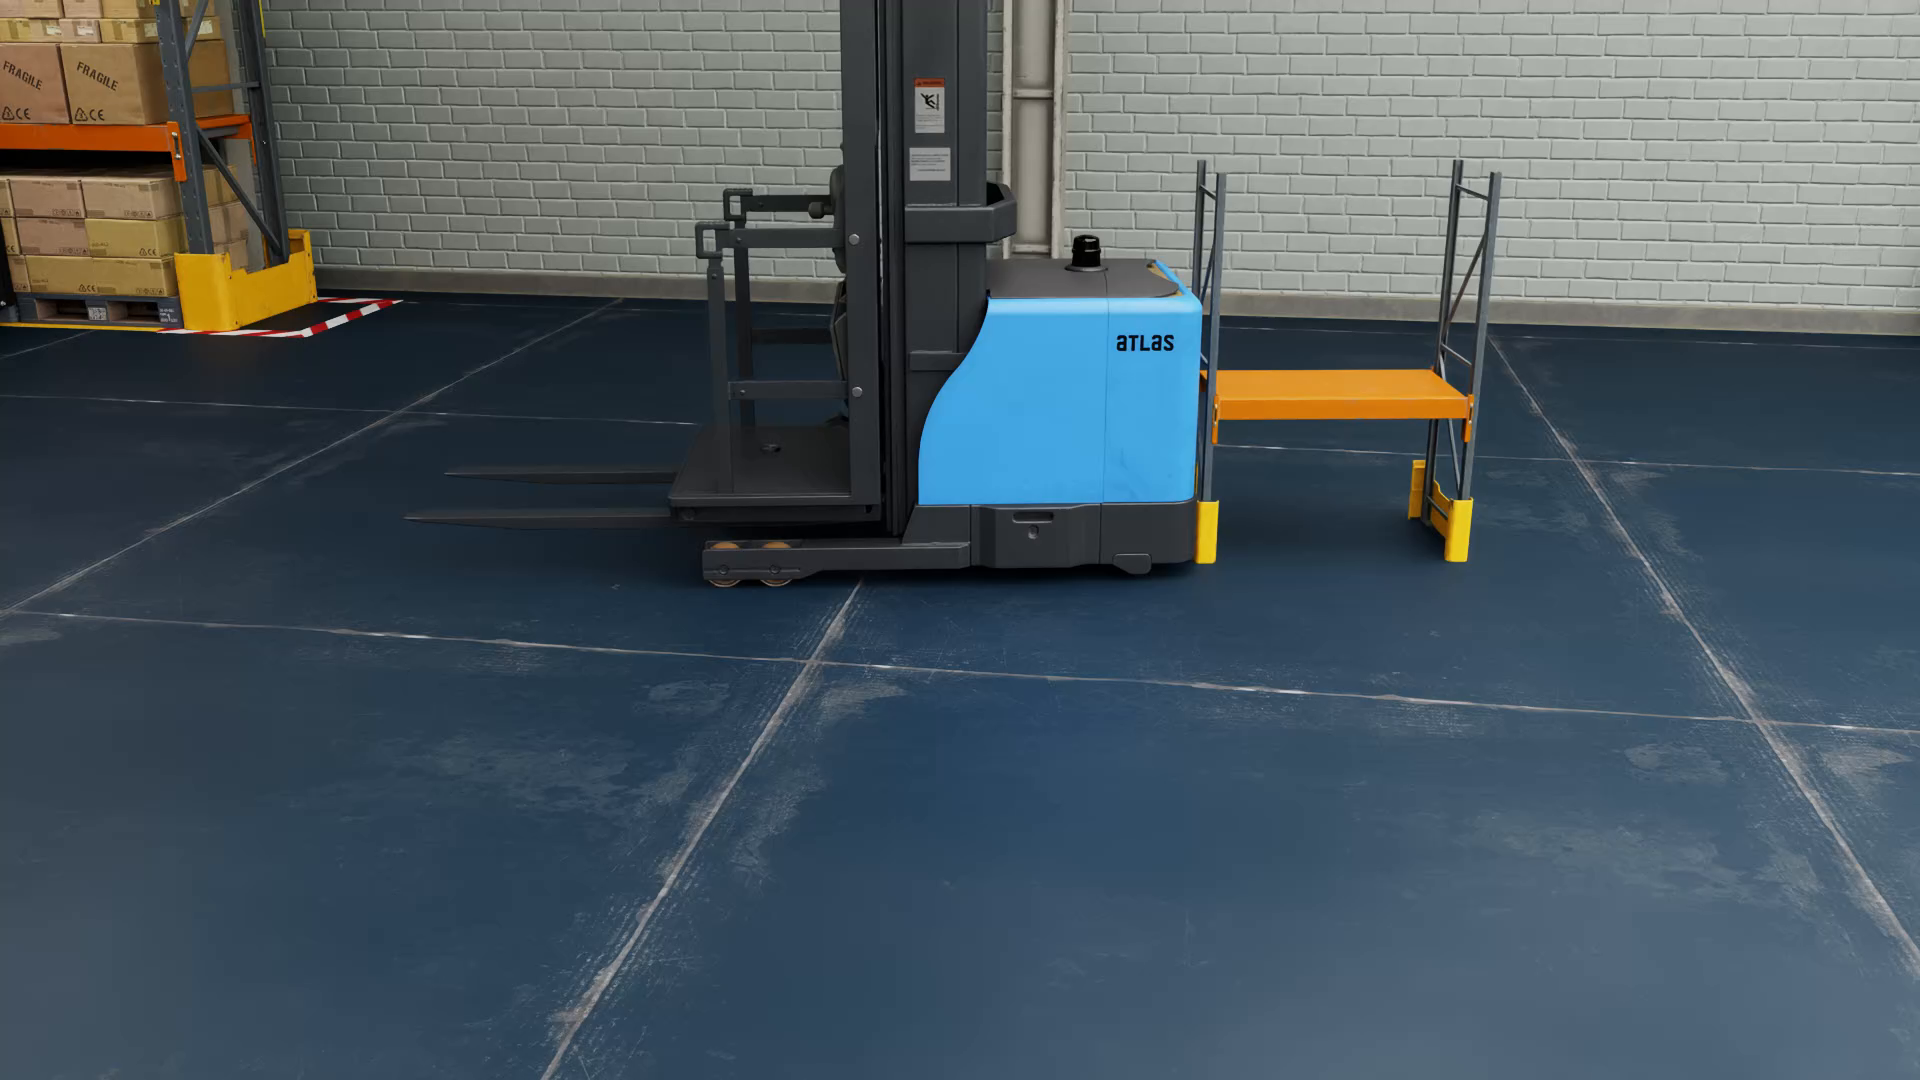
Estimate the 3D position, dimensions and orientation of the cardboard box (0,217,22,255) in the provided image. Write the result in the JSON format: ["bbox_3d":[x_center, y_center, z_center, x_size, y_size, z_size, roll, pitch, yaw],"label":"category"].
[{"bbox_3d":[-6.419,-2.083,11.186,0.500,0.250,0.500,2,19,7],"label":"cardboard box"}]

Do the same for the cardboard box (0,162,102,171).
[{"bbox_3d":[-6.313,-2.482,11.589,0.500,0.250,0.500,3,19,8],"label":"cardboard box"}]

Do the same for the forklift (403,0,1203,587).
[{"bbox_3d":[-0.626,-1.383,6.317,3.031,2.935,1.130,-1,19,-2],"label":"forklift"}]

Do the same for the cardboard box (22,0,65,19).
[{"bbox_3d":[-5.780,-3.432,10.684,0.250,0.149,0.380,3,19,10],"label":"cardboard box"}]

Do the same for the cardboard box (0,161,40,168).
[{"bbox_3d":[-6.817,-2.510,11.673,0.500,0.250,0.500,3,19,8],"label":"cardboard box"}]

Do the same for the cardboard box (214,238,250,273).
[{"bbox_3d":[-5.336,-1.958,11.598,0.500,0.250,0.500,3,19,9],"label":"cardboard box"}]

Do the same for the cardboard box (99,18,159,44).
[{"bbox_3d":[-5.269,-3.261,10.642,0.250,0.149,0.380,3,19,9],"label":"cardboard box"}]

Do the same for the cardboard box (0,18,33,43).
[{"bbox_3d":[-6.015,-3.313,10.797,0.250,0.149,0.380,3,19,8],"label":"cardboard box"}]

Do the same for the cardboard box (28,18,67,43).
[{"bbox_3d":[-5.772,-3.297,10.749,0.250,0.149,0.380,3,19,10],"label":"cardboard box"}]

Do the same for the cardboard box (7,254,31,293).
[{"bbox_3d":[-6.378,-1.852,11.283,0.500,0.250,0.500,3,19,9],"label":"cardboard box"}]

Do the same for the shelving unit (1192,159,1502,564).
[{"bbox_3d":[1.457,-0.715,6.577,1.083,1.500,0.587,0,19,-1],"label":"shelving unit"}]

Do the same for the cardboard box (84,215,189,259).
[{"bbox_3d":[-5.412,-2.035,11.042,0.500,0.250,0.500,3,19,8],"label":"cardboard box"}]

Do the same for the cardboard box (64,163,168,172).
[{"bbox_3d":[-5.820,-2.453,11.504,0.500,0.250,0.500,3,19,9],"label":"cardboard box"}]

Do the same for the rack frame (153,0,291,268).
[{"bbox_3d":[-4.882,-2.976,10.971,0.127,3.000,1.000,3,19,9],"label":"rack frame"}]

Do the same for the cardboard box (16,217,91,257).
[{"bbox_3d":[-5.906,-2.064,11.128,0.500,0.250,0.500,3,19,8],"label":"cardboard box"}]

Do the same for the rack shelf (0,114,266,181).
[{"bbox_3d":[-6.857,-2.736,11.386,4.000,0.370,1.077,3,19,9],"label":"rack shelf"}]

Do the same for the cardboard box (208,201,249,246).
[{"bbox_3d":[-5.313,-2.197,11.527,0.500,0.250,0.500,3,19,10],"label":"cardboard box"}]

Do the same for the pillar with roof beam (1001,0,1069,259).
[{"bbox_3d":[-0.185,-4.488,6.035,0.400,9.000,9.100,3,19,9],"label":"pillar with roof beam"}]

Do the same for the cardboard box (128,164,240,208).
[{"bbox_3d":[-5.327,-2.429,11.432,0.500,0.250,0.500,3,19,8],"label":"cardboard box"}]

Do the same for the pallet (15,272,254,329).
[{"bbox_3d":[-5.644,-1.679,11.490,1.213,0.211,1.003,3,19,9],"label":"pallet"}]

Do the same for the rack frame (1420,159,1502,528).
[{"bbox_3d":[1.974,-0.719,6.588,0.032,1.500,0.500,0,19,-1],"label":"rack frame"}]

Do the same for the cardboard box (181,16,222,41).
[{"bbox_3d":[-5.176,-3.430,11.147,0.250,0.149,0.380,2,19,7],"label":"cardboard box"}]

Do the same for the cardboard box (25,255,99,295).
[{"bbox_3d":[-5.886,-1.824,11.200,0.500,0.250,0.500,3,19,9],"label":"cardboard box"}]

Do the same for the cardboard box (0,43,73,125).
[{"bbox_3d":[-5.920,-2.995,10.870,0.500,0.500,0.500,4,19,10],"label":"cardboard box"}]

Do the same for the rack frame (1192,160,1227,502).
[{"bbox_3d":[0.958,-0.712,6.567,0.032,1.500,0.500,0,19,-1],"label":"rack frame"}]

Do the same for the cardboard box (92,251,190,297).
[{"bbox_3d":[-5.396,-1.796,11.116,0.500,0.250,0.500,3,19,9],"label":"cardboard box"}]

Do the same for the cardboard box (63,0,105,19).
[{"bbox_3d":[-5.518,-3.427,10.670,0.250,0.149,0.380,3,19,9],"label":"cardboard box"}]

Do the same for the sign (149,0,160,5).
[{"bbox_3d":[-4.982,-3.469,10.244,0.005,0.325,0.100,3,19,9],"label":"sign"}]

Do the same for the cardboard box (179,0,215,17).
[{"bbox_3d":[-5.180,-3.556,11.056,0.250,0.149,0.380,3,19,8],"label":"cardboard box"}]

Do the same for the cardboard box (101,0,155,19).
[{"bbox_3d":[-5.269,-3.425,10.662,0.250,0.149,0.380,3,19,9],"label":"cardboard box"}]

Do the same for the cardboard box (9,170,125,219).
[{"bbox_3d":[-5.891,-2.295,11.031,0.500,0.250,0.500,3,19,10],"label":"cardboard box"}]

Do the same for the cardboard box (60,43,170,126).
[{"bbox_3d":[-5.410,-2.966,10.784,0.500,0.500,0.500,3,19,7],"label":"cardboard box"}]

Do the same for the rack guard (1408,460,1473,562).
[{"bbox_3d":[1.955,-0.126,6.785,0.087,0.250,0.587,0,19,-1],"label":"rack guard"}]

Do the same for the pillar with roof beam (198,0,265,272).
[{"bbox_3d":[-6.109,-4.790,6.937,0.400,9.000,9.100,3,19,9],"label":"pillar with roof beam"}]

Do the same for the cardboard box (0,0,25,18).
[{"bbox_3d":[-6.014,-3.468,10.791,0.250,0.149,0.380,3,19,9],"label":"cardboard box"}]

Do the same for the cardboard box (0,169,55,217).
[{"bbox_3d":[-6.391,-2.317,11.098,0.500,0.250,0.500,3,19,9],"label":"cardboard box"}]

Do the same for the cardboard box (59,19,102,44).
[{"bbox_3d":[-5.526,-3.265,10.653,0.250,0.149,0.380,3,19,10],"label":"cardboard box"}]

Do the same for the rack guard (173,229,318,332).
[{"bbox_3d":[-4.858,-1.790,11.364,0.348,0.500,1.175,3,19,9],"label":"rack guard"}]

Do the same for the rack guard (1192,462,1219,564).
[{"bbox_3d":[0.959,-0.119,6.765,0.087,0.250,0.587,0,19,-1],"label":"rack guard"}]

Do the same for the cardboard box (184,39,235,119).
[{"bbox_3d":[-5.327,-3.136,11.290,0.500,0.500,0.500,4,19,10],"label":"cardboard box"}]

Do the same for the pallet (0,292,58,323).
[{"bbox_3d":[-6.845,-1.742,11.675,1.213,0.211,1.003,3,19,9],"label":"pallet"}]

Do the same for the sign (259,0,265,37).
[{"bbox_3d":[-4.788,-3.598,11.340,0.005,0.325,0.100,3,19,9],"label":"sign"}]

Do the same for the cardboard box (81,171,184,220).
[{"bbox_3d":[-5.386,-2.271,10.960,0.500,0.250,0.500,4,19,10],"label":"cardboard box"}]

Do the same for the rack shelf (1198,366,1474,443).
[{"bbox_3d":[1.466,-0.545,6.634,1.000,0.185,0.538,0,19,-1],"label":"rack shelf"}]
